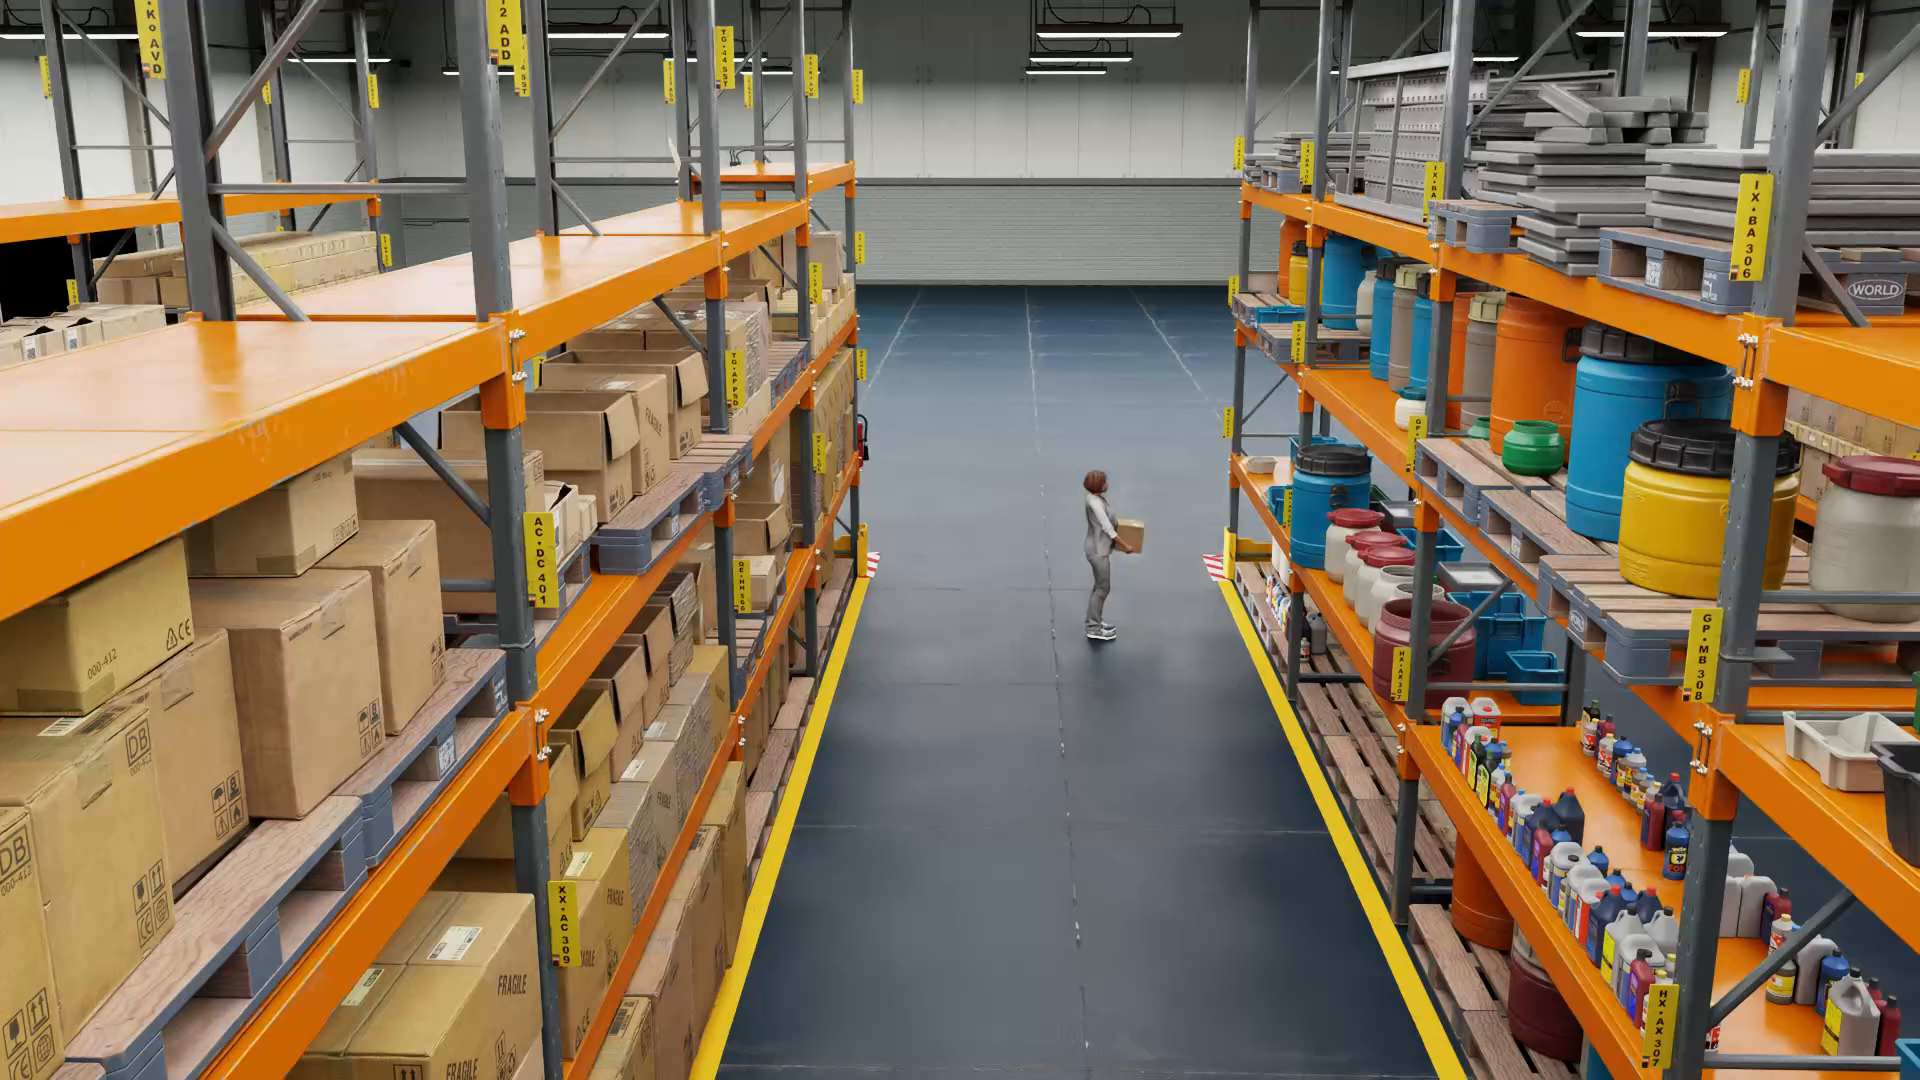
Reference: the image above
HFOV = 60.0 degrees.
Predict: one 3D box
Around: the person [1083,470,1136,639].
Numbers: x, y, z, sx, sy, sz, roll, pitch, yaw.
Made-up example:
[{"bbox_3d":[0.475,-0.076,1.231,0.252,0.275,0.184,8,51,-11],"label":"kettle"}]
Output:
[{"bbox_3d":[1.391,0.127,15.531,0.491,1.591,0.404,1,14,3],"label":"person"}]
